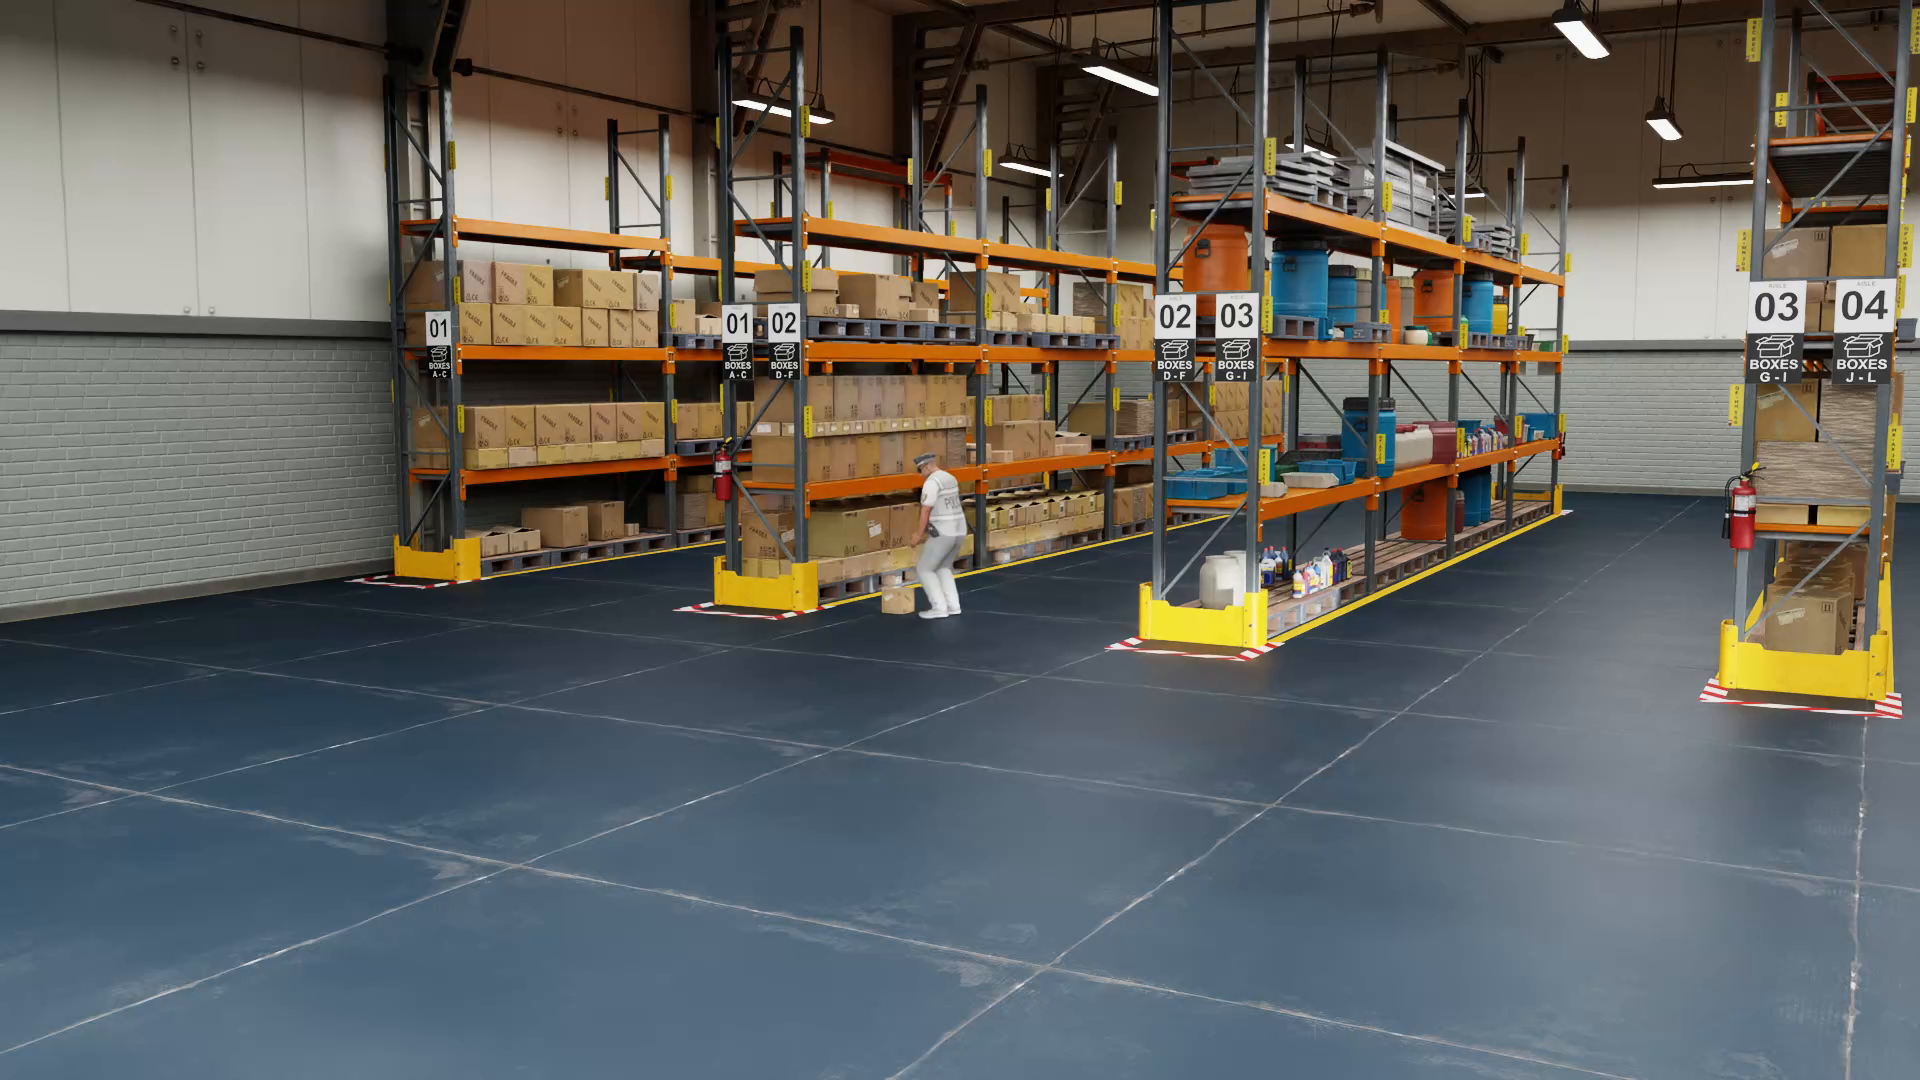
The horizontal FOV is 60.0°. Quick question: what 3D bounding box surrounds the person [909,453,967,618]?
[{"bbox_3d":[-0.228,-0.049,16.994,0.539,1.678,0.564,3,7,30],"label":"person"}]
